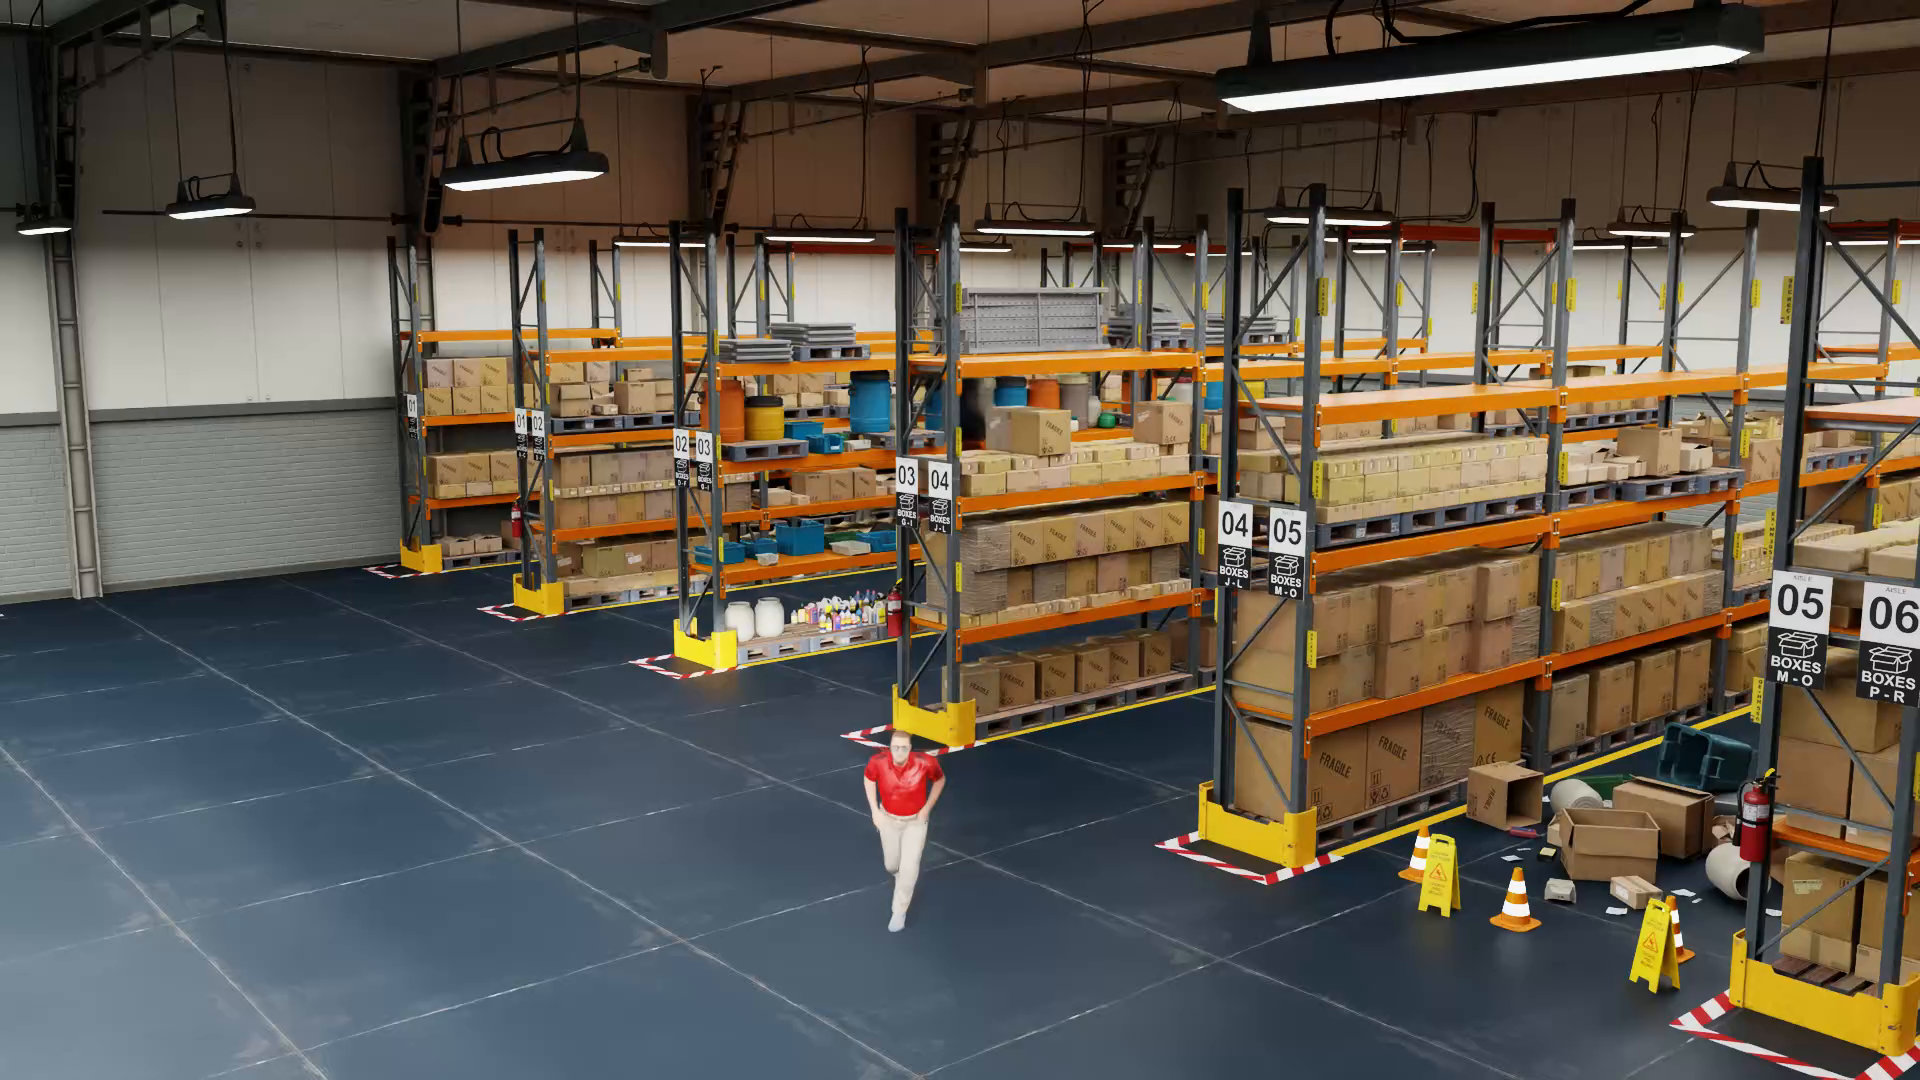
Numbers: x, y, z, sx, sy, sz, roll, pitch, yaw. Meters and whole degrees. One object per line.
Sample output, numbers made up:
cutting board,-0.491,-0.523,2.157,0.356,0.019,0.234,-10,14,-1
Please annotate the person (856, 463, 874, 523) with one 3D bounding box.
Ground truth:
person,-1.788,-0.668,32.681,0.734,1.708,0.616,-8,12,-40

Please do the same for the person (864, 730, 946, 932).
person,-0.450,2.300,13.636,0.664,1.686,0.883,0,9,0

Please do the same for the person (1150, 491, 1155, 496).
person,3.544,-0.554,31.879,1.081,1.717,0.661,-7,11,-40
